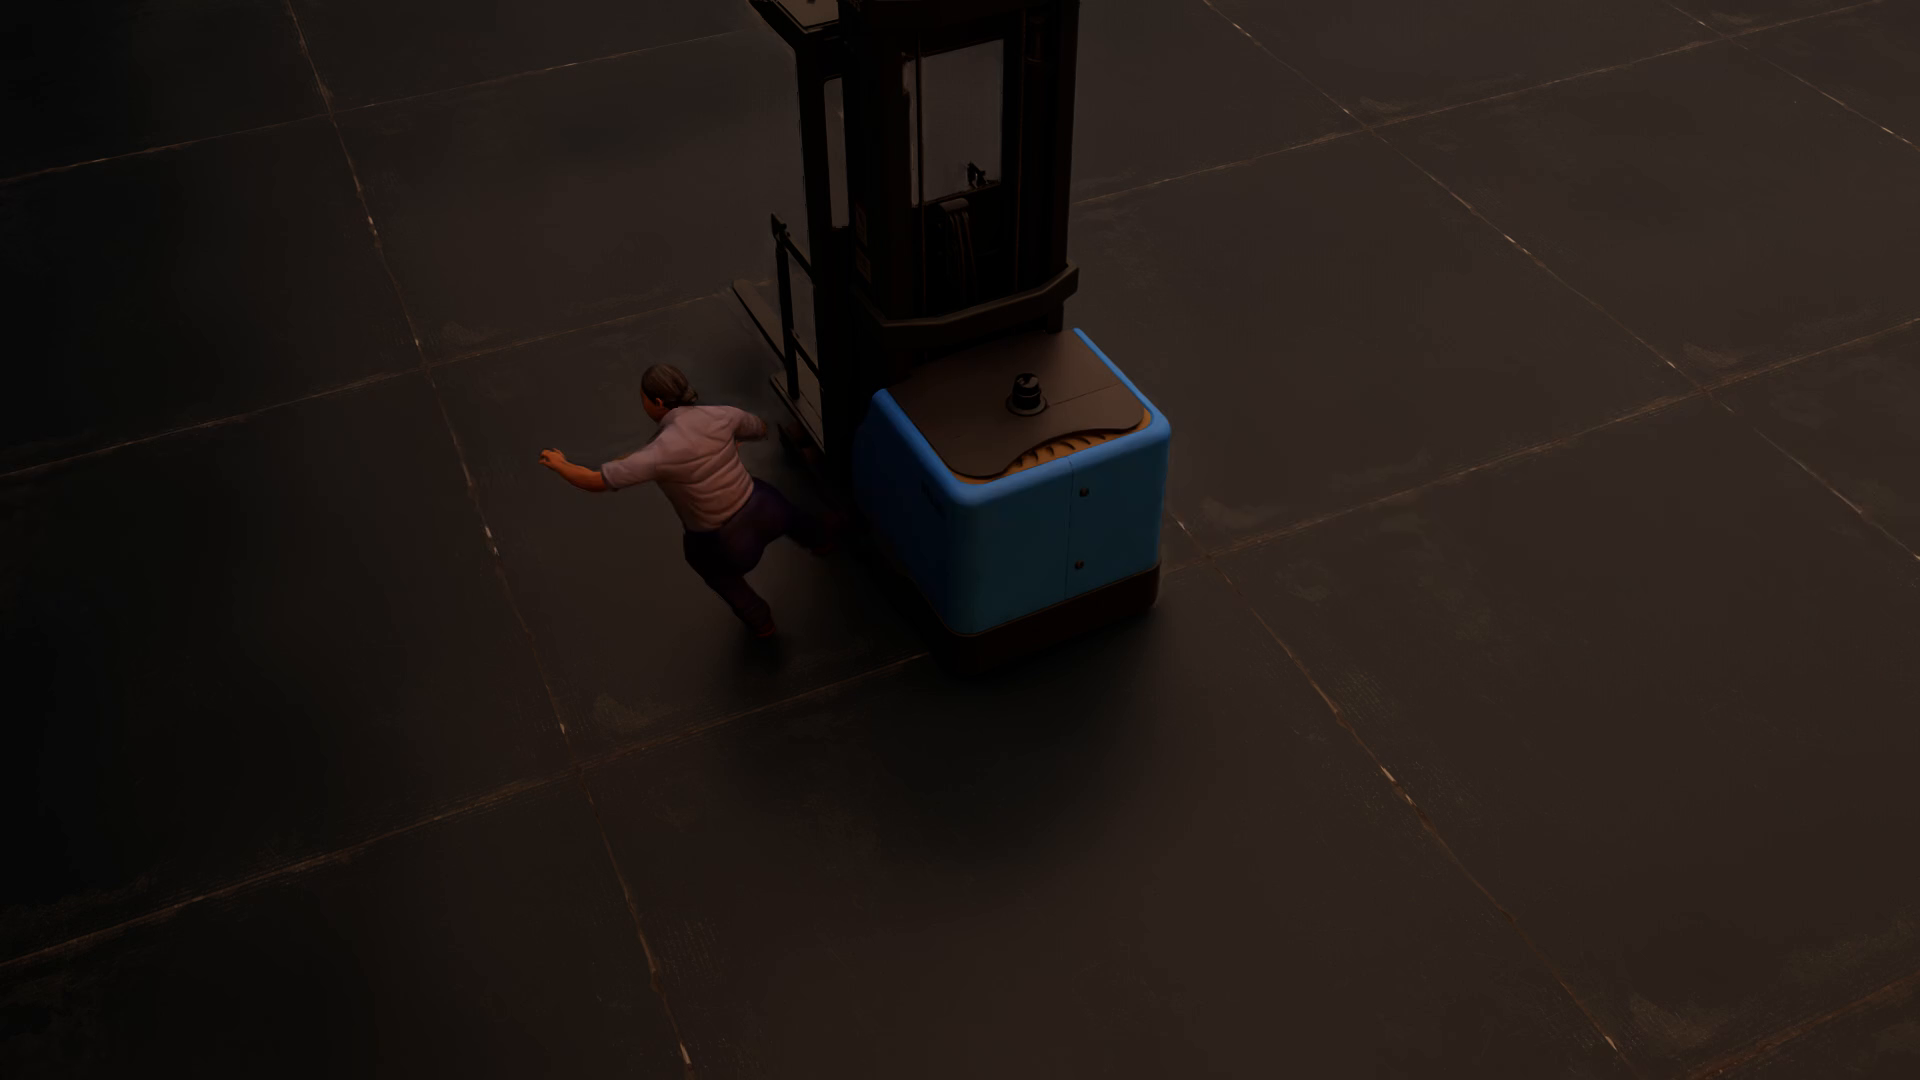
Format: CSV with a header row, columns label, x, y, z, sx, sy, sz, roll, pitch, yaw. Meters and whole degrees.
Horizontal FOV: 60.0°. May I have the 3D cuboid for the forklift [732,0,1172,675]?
label,x,y,z,sx,sy,sz,roll,pitch,yaw
forklift,-0.241,-1.497,7.284,1.130,2.935,3.031,-19,46,-20

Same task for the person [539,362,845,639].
label,x,y,z,sx,sy,sz,roll,pitch,yaw
person,-1.031,-0.249,7.058,0.867,1.427,1.226,30,51,28
